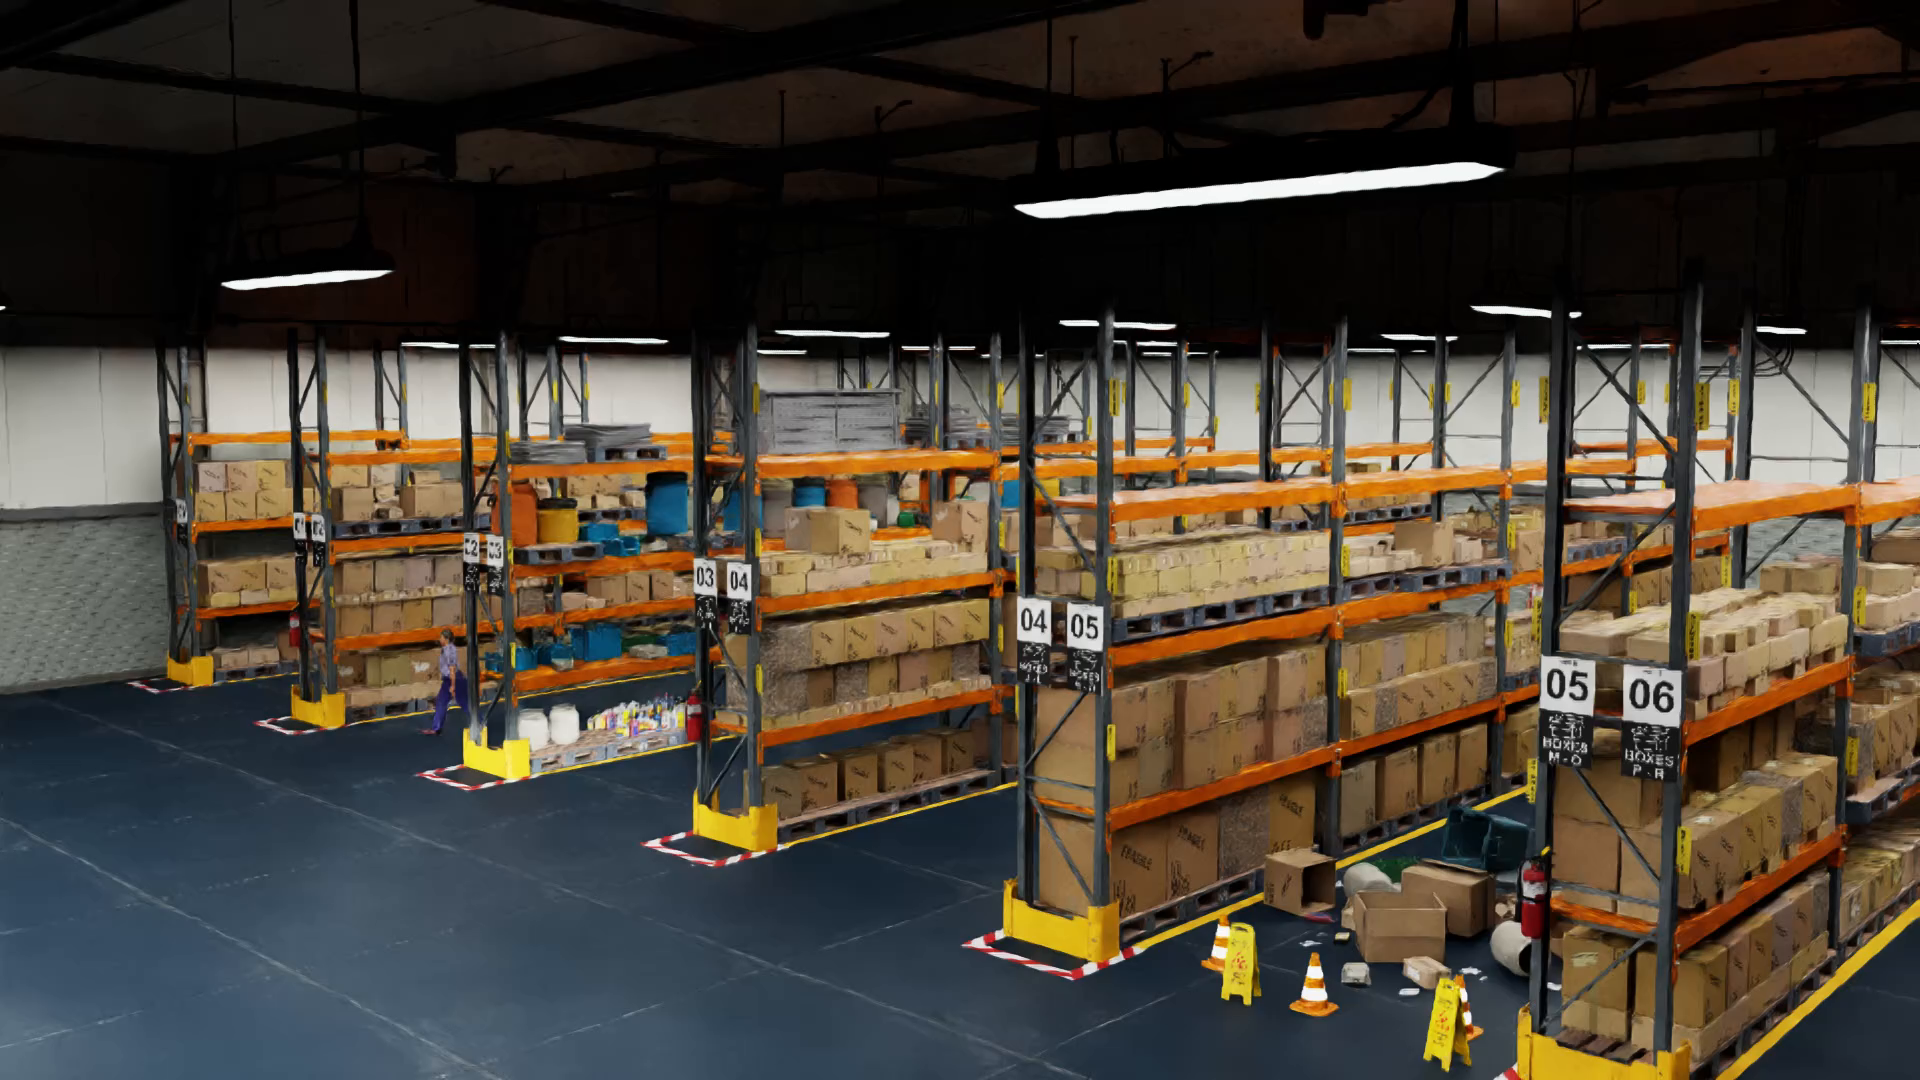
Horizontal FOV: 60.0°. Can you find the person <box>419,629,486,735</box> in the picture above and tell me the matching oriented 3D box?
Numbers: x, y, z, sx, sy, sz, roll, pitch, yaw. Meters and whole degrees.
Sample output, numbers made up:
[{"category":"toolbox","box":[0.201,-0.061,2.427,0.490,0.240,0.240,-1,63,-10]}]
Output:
[{"category":"person","box":[-7.435,2.085,24.359,0.935,1.596,0.517,-2,6,-23]}]

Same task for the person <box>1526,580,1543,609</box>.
[{"category":"person","box":[10.789,1.393,30.959,1.117,1.706,0.553,-5,8,-45]}]

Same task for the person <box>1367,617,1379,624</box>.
[{"category":"person","box":[6.175,1.992,24.667,0.729,1.734,0.546,5,7,41]}]
